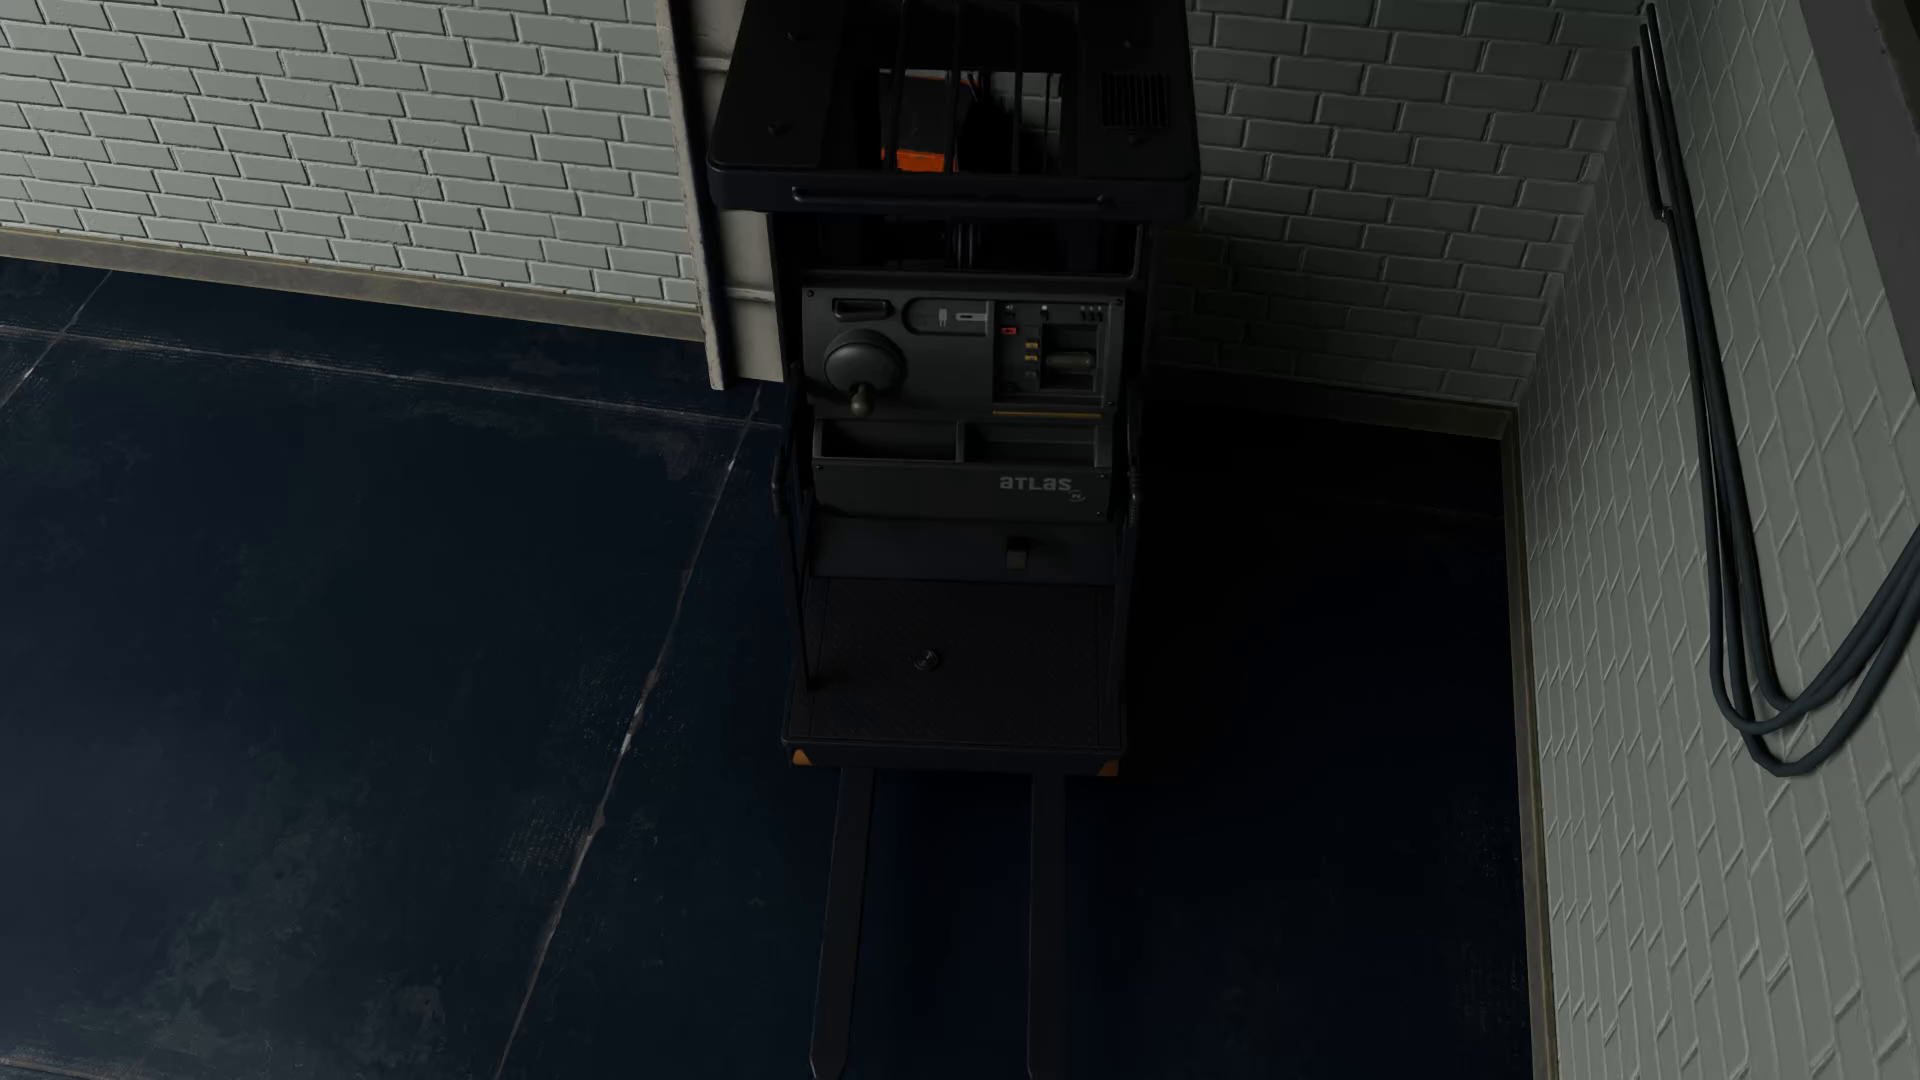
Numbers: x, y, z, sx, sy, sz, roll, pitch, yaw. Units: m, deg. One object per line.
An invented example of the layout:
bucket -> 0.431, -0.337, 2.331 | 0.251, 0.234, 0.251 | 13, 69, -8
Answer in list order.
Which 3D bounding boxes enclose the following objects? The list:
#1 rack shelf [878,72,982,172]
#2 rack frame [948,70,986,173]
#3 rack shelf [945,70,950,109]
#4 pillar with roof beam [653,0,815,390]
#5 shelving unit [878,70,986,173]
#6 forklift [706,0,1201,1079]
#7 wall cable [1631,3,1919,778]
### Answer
rack shelf -> -0.191, -1.365, 5.964 | 0.480, 0.518, 0.431 | 9, 57, 10
rack frame -> 0.045, -1.333, 5.909 | 0.015, 2.100, 0.400 | 9, 57, 10
rack shelf -> -0.231, -1.762, 5.389 | 0.480, 0.518, 0.431 | 9, 57, 10
pillar with roof beam -> -1.563, -0.562, 0.706 | 0.400, 9.000, 9.100 | 8, 49, 7
shelving unit -> -0.192, -1.373, 5.953 | 0.503, 2.100, 0.431 | 9, 57, 10
forklift -> 0.002, -0.446, 4.680 | 1.130, 2.935, 3.031 | 2, 48, 2
wall cable -> 1.867, -1.318, 3.472 | 0.112, 2.526, 3.097 | 8, 49, 7
